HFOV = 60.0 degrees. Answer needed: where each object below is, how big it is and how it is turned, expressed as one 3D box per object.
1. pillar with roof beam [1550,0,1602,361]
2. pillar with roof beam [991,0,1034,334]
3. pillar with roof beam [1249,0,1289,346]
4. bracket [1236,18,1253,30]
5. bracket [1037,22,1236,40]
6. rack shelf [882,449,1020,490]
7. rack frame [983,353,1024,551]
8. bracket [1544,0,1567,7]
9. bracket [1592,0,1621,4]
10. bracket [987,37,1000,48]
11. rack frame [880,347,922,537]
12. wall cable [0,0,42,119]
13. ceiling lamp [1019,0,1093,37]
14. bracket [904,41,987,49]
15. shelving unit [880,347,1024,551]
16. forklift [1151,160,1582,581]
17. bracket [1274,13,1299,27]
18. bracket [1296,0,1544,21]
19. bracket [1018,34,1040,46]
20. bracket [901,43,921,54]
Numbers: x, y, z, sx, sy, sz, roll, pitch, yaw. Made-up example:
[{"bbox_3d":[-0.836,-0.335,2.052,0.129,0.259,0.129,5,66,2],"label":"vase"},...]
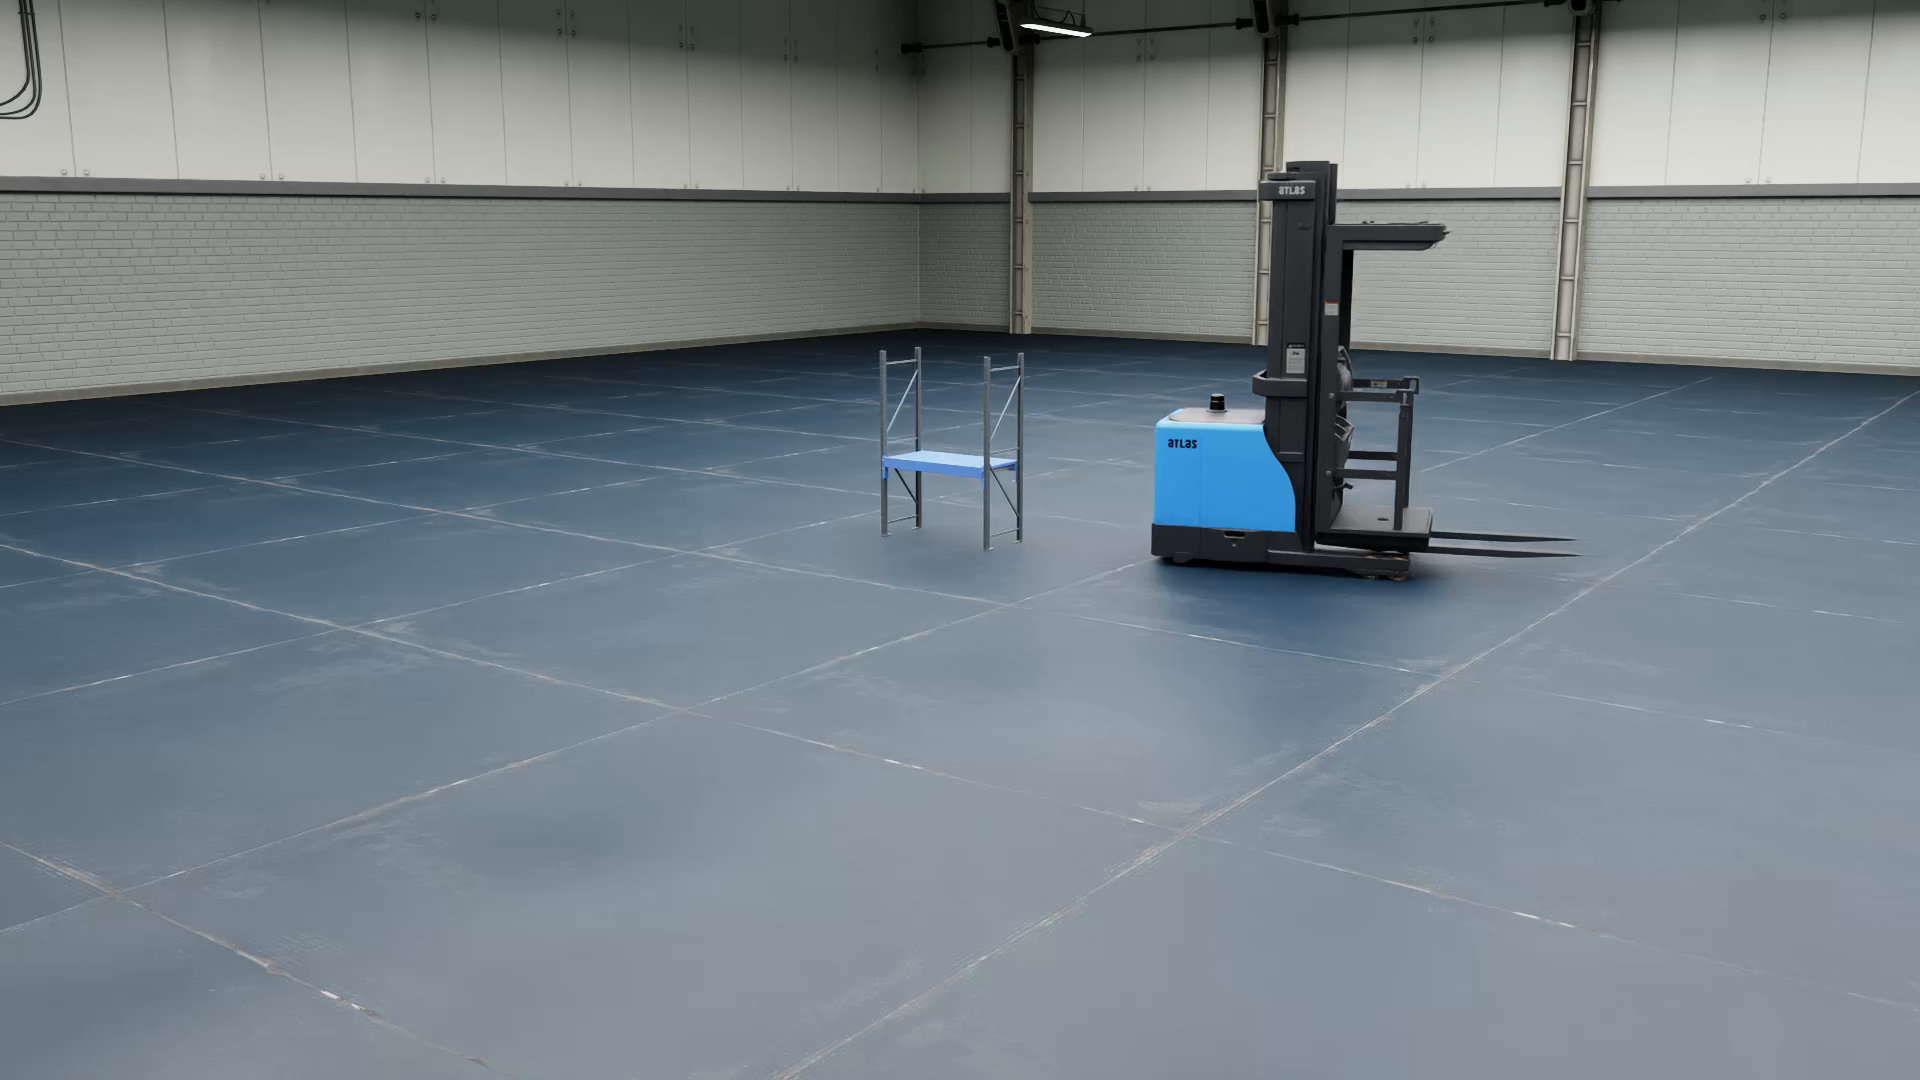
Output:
[{"bbox_3d":[8.486,-7.058,26.137,0.548,9.000,9.100,8,13,36],"label":"pillar with roof beam"},{"bbox_3d":[-1.186,-8.407,33.110,0.548,9.000,9.100,8,13,36],"label":"pillar with roof beam"},{"bbox_3d":[3.650,-7.732,29.624,0.548,9.000,9.100,8,13,36],"label":"pillar with roof beam"},{"bbox_3d":[5.653,-10.151,32.649,0.430,0.232,0.235,8,13,36],"label":"bracket"},{"bbox_3d":[3.563,-10.443,34.156,4.783,0.066,0.076,8,13,36],"label":"bracket"},{"bbox_3d":[-0.069,-0.569,13.287,1.000,0.185,0.538,8,13,36],"label":"rack shelf"},{"bbox_3d":[0.341,-0.689,12.958,0.032,1.500,0.500,8,13,36],"label":"rack frame"},{"bbox_3d":[10.489,-9.477,29.162,0.430,0.232,0.235,8,13,36],"label":"bracket"},{"bbox_3d":[11.158,-9.383,28.679,0.430,0.232,0.235,8,13,36],"label":"bracket"},{"bbox_3d":[0.817,-10.826,36.135,0.430,0.232,0.235,8,13,36],"label":"bracket"},{"bbox_3d":[-0.478,-0.803,13.549,0.032,1.500,0.500,8,13,36],"label":"rack frame"},{"bbox_3d":[-13.243,-7.899,21.529,0.169,6.003,2.305,8,13,36],"label":"wall cable"},{"bbox_3d":[1.540,-10.738,29.792,0.800,3.185,2.000,8,13,36],"label":"ceiling lamp"},{"bbox_3d":[-0.617,-11.026,37.169,3.189,0.066,0.076,8,13,36],"label":"bracket"},{"bbox_3d":[-0.069,-0.746,13.253,1.048,1.500,0.538,8,13,36],"label":"shelving unit"},{"bbox_3d":[3.004,-1.261,12.146,3.031,2.935,1.130,3,11,17],"label":"forklift"},{"bbox_3d":[6.322,-10.058,32.166,0.430,0.232,0.235,8,13,36],"label":"bracket"},{"bbox_3d":[8.399,-9.768,30.669,4.783,0.066,0.076,8,13,36],"label":"bracket"},{"bbox_3d":[1.486,-10.732,35.653,0.430,0.232,0.235,8,13,36],"label":"bracket"},{"bbox_3d":[-1.093,-11.092,37.513,0.430,0.232,0.235,8,13,36],"label":"bracket"}]
